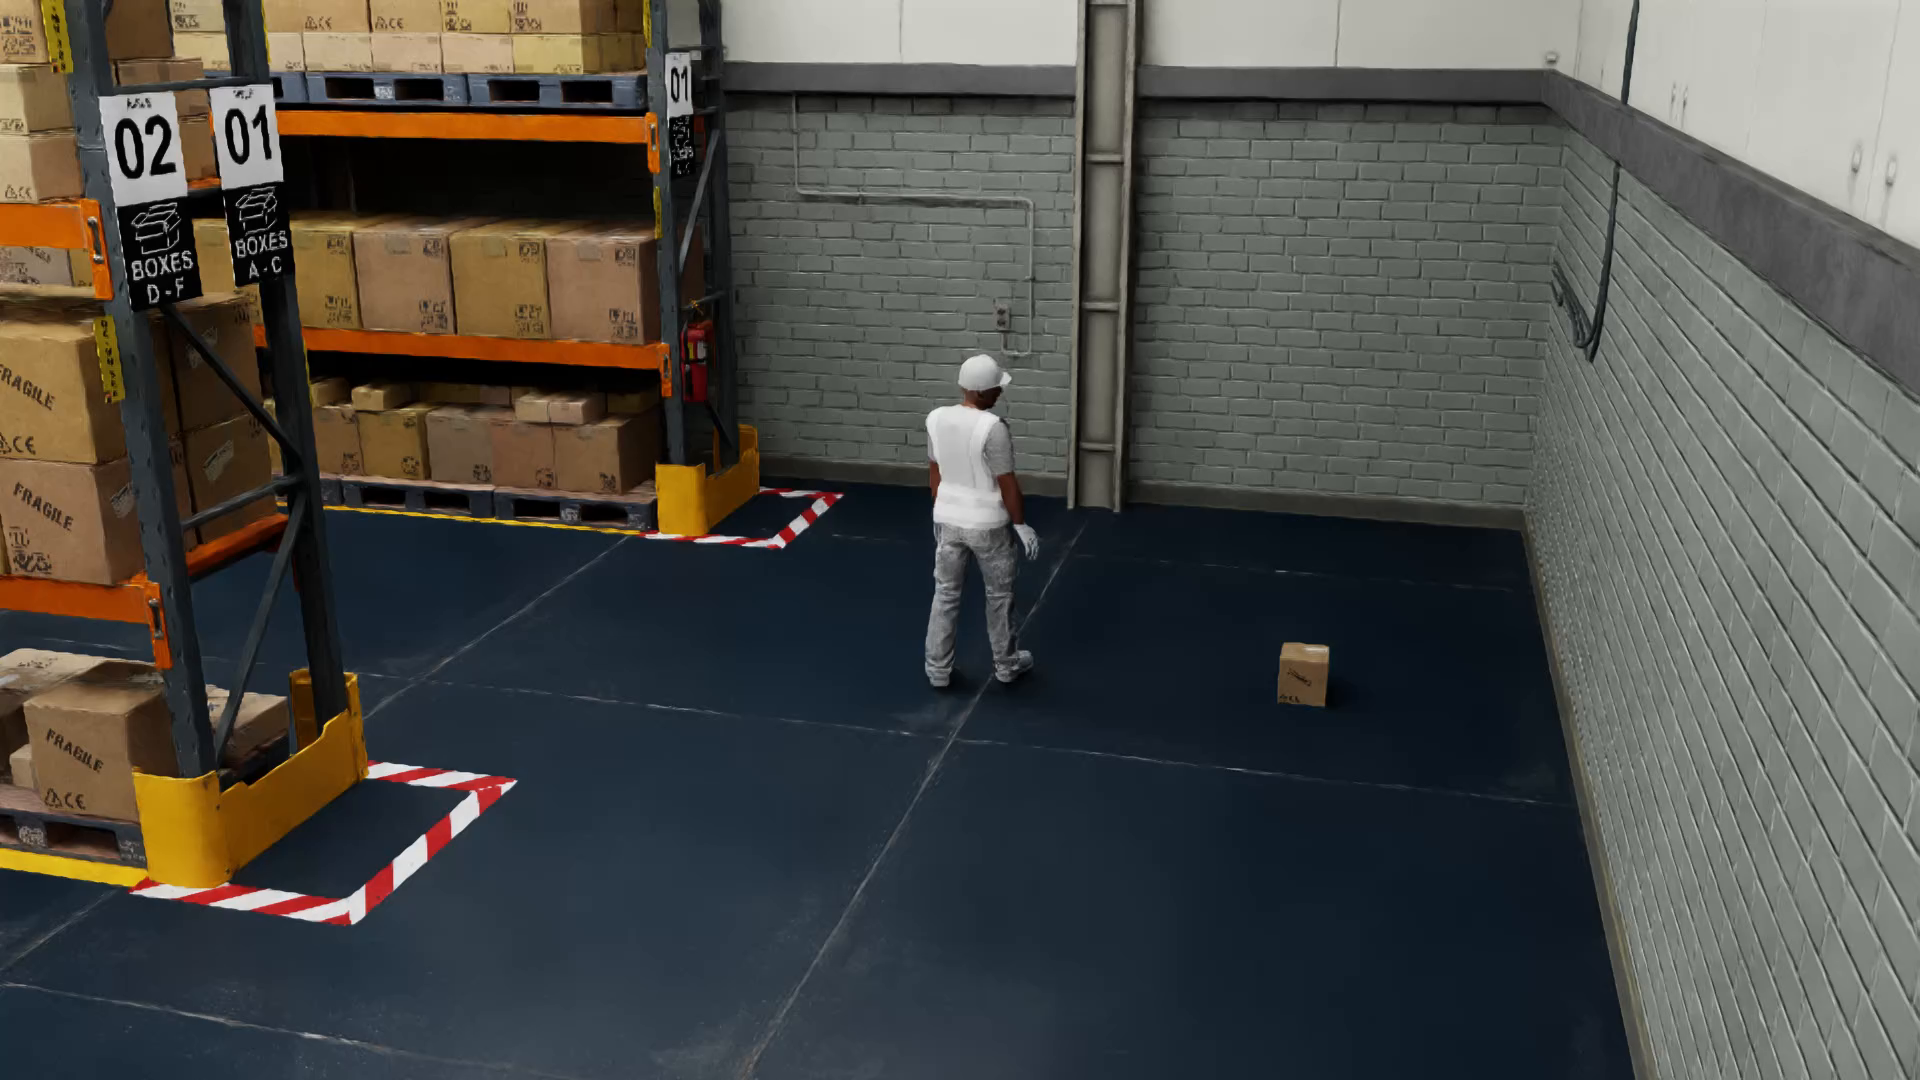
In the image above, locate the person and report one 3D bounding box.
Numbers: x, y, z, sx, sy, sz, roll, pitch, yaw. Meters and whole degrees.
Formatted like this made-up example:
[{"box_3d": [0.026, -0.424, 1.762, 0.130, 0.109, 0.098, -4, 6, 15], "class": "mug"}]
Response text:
[{"box_3d": [0.142, -0.103, 8.756, 0.684, 1.783, 0.589, 13, 22, 34], "class": "person"}]
